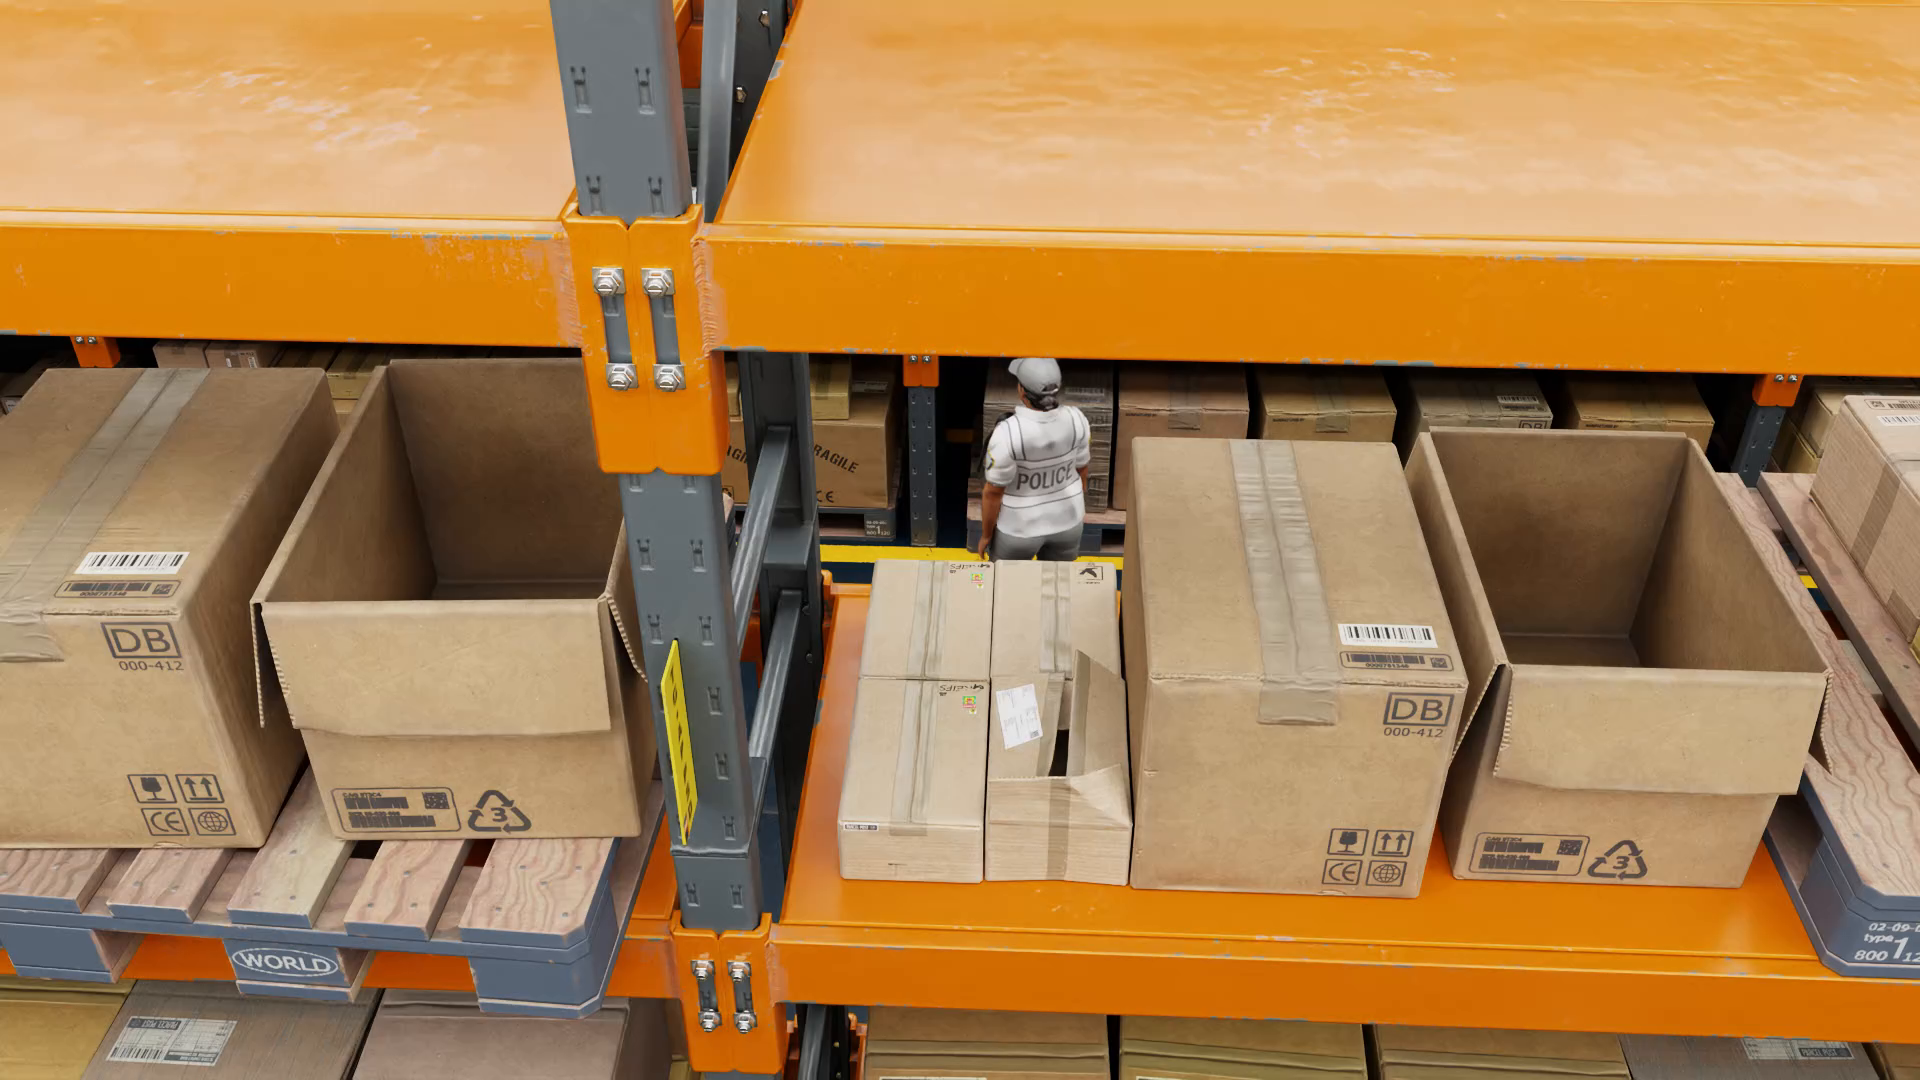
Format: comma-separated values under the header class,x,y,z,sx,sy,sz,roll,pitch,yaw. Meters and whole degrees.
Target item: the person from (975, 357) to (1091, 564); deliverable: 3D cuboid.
class,x,y,z,sx,sy,sz,roll,pitch,yaw
person,0.324,-0.077,7.218,0.480,1.670,0.386,-13,38,-17
